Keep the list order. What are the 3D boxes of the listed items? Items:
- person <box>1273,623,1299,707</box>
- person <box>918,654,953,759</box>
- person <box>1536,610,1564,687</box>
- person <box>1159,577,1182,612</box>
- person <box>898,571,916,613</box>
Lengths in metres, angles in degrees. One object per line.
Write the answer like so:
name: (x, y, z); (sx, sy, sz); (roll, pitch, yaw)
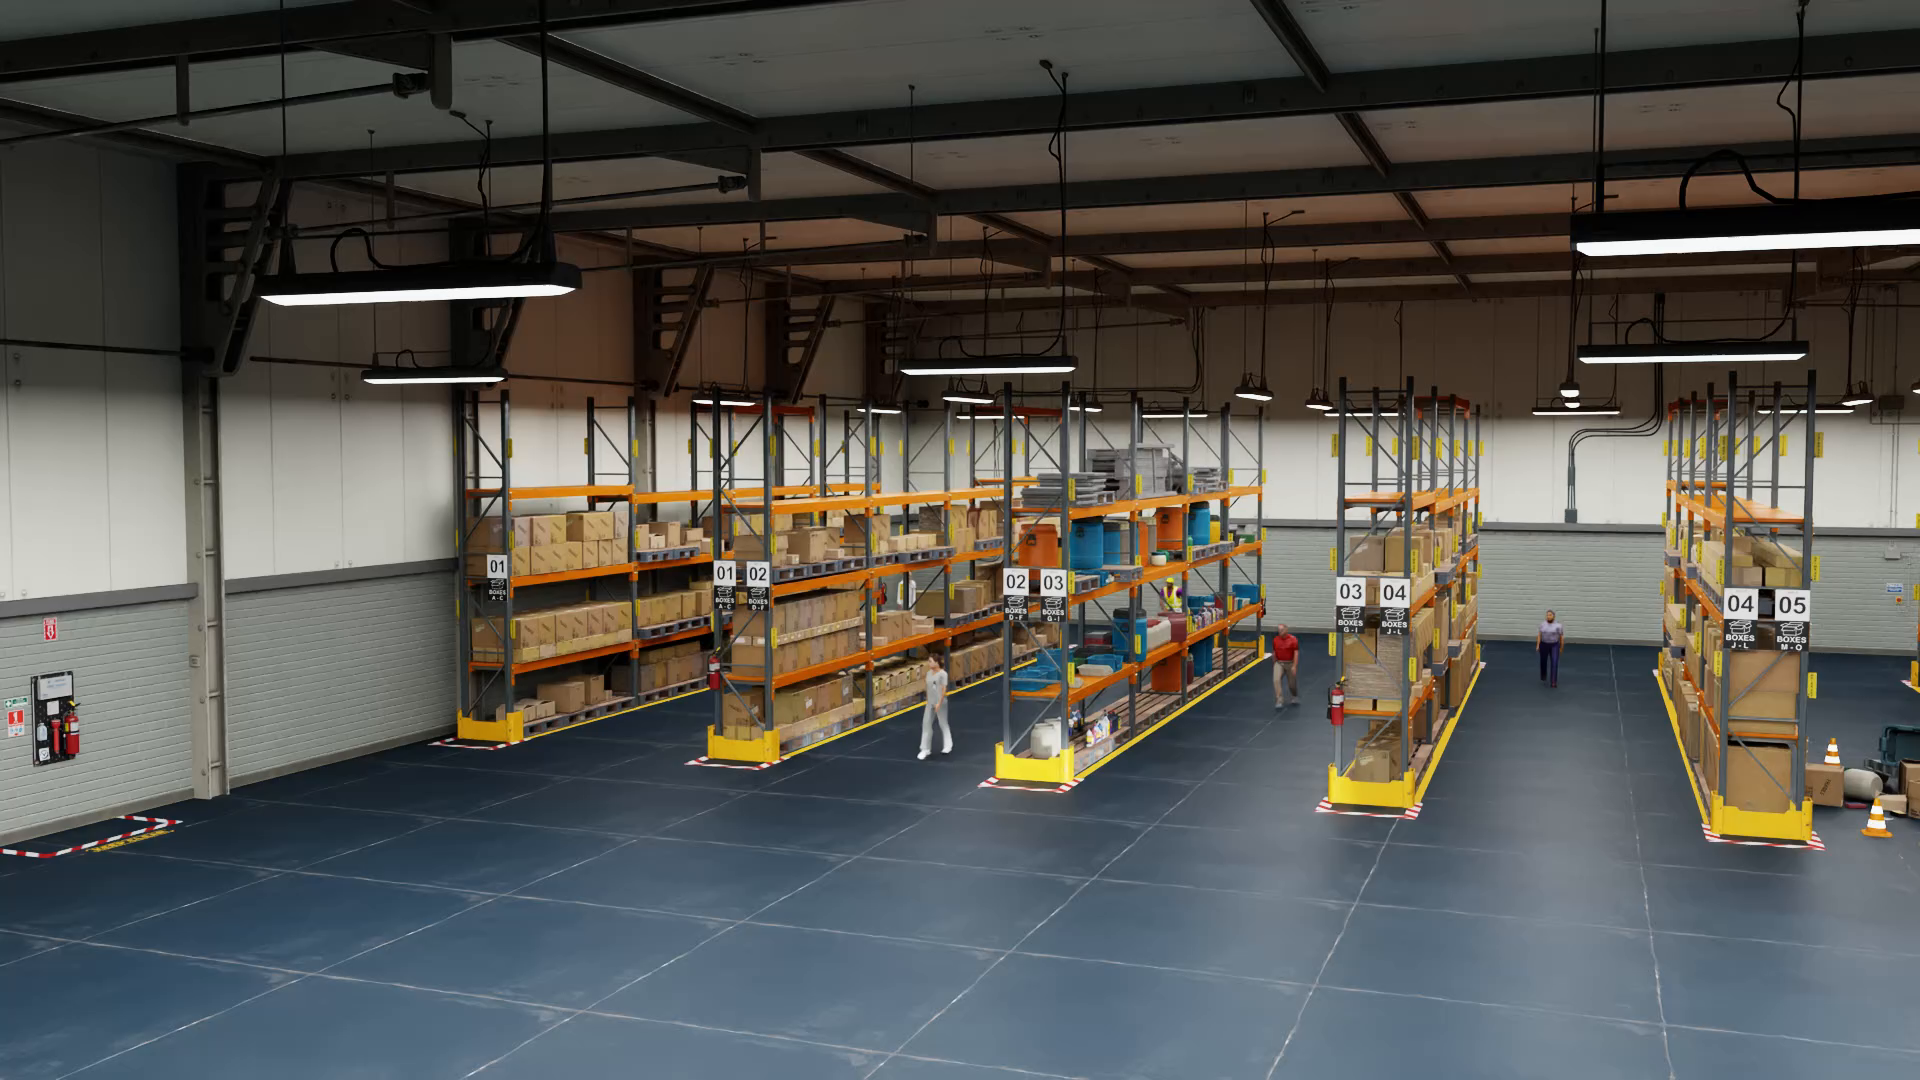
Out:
person: (6.303, 2.419, 32.238); (0.527, 1.605, 1.012); (1, 3, 25)
person: (-0.426, 2.677, 27.030); (0.475, 1.652, 0.837); (2, 4, 35)
person: (12.431, 2.259, 35.046); (0.546, 1.584, 1.043); (1, 3, 20)
person: (5.543, 1.791, 43.203); (0.737, 1.667, 0.693); (2, 4, 31)
person: (-1.398, 1.790, 44.295); (1.076, 1.547, 0.589); (2, 4, 36)
